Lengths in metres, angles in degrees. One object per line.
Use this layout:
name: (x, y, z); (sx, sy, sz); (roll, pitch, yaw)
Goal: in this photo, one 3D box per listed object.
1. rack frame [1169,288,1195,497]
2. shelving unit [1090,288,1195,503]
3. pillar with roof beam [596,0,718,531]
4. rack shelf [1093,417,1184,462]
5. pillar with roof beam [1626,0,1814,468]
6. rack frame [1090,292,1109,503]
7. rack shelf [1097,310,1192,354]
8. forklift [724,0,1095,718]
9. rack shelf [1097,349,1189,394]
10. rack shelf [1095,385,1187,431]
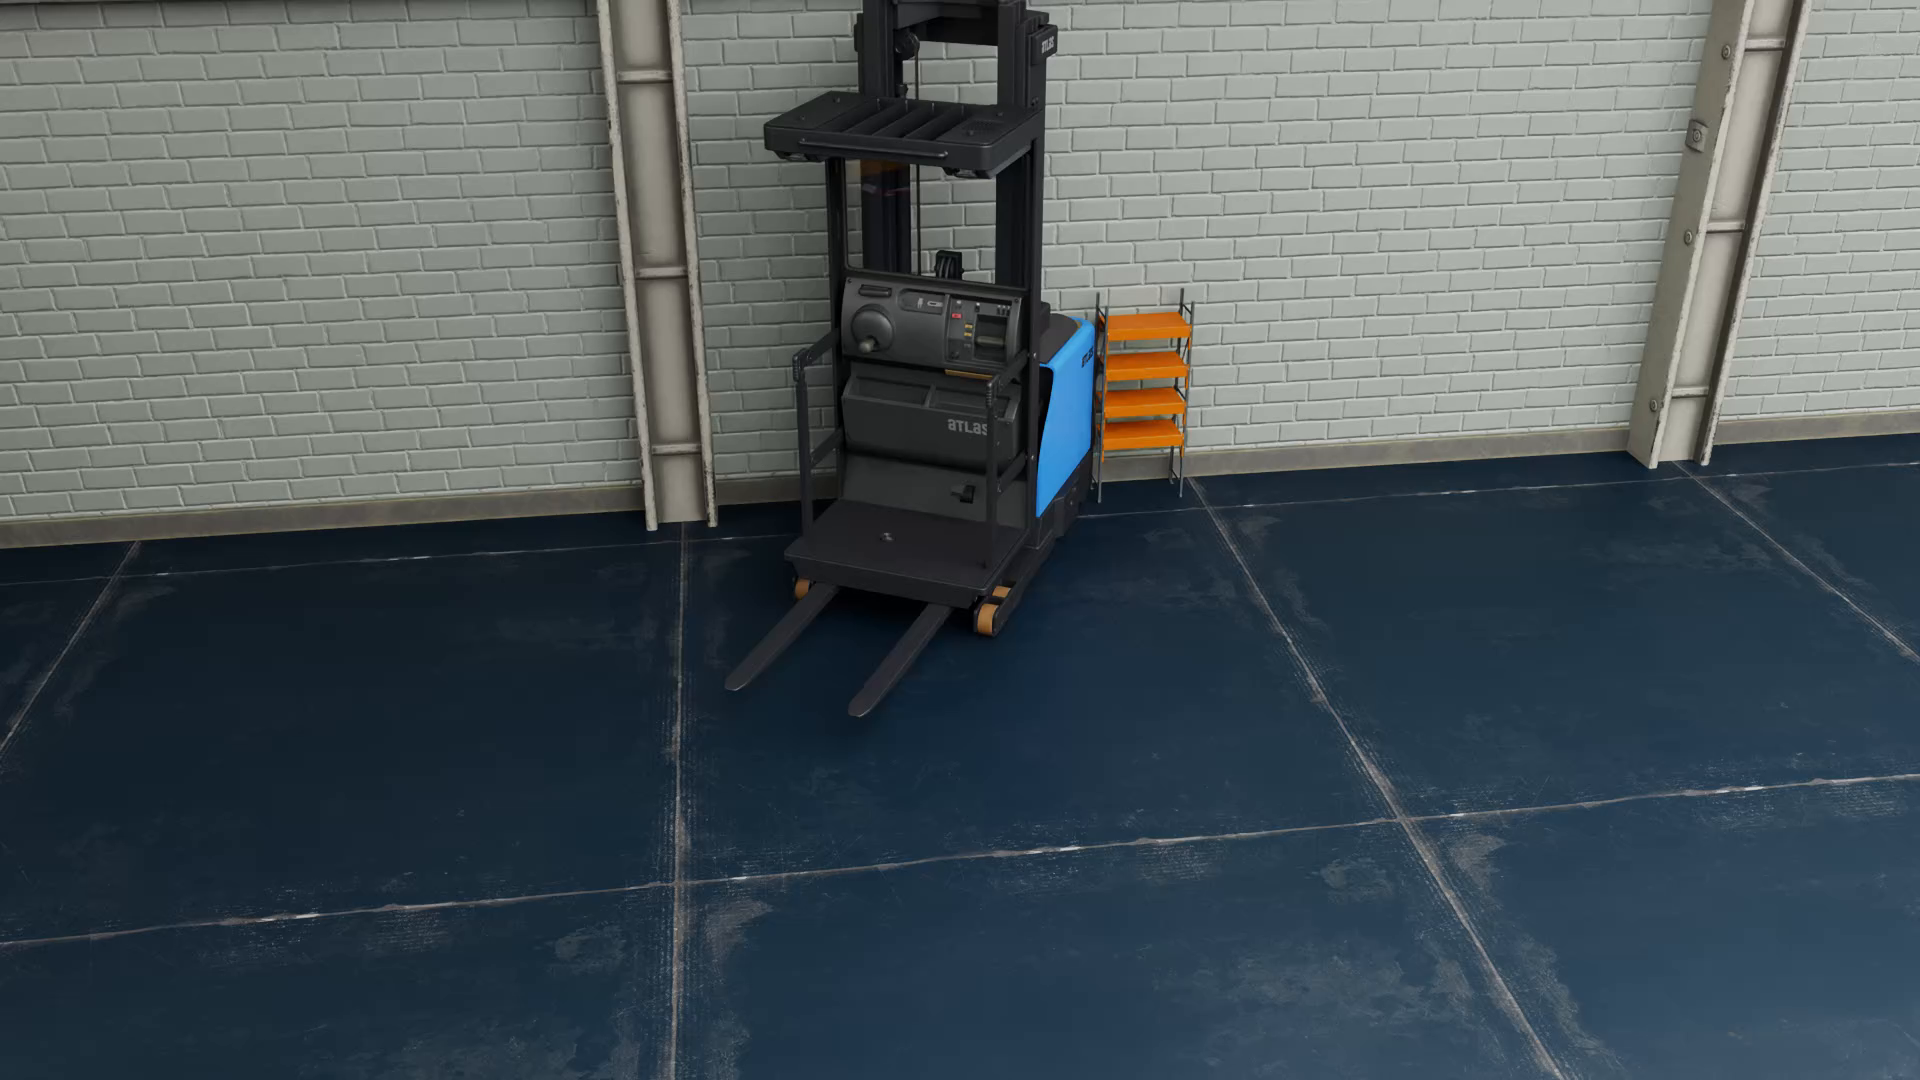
rack frame: (1.274, -0.838, 9.569); (0.015, 1.200, 0.240); (-4, 27, -8)
shelving unit: (1.033, -0.821, 9.535); (0.503, 1.200, 0.258); (-4, 27, -8)
pillar with roof beam: (-0.987, -2.193, 3.666); (0.400, 9.000, 9.100); (-4, 27, -7)
rack shelf: (1.033, -0.584, 9.657); (0.480, 0.148, 0.258); (-4, 27, -8)
pillar with roof beam: (4.955, -2.574, 4.410); (0.400, 9.000, 9.100); (-4, 27, -7)
rack frame: (0.792, -0.803, 9.502); (0.015, 1.200, 0.240); (-4, 27, -8)
rack shelf: (1.033, -1.170, 9.356); (0.480, 0.148, 0.258); (-4, 27, -8)
forklift: (-0.220, -1.035, 8.056); (1.130, 2.935, 3.031); (10, 29, 18)
rack shelf: (1.033, -0.960, 9.464); (0.480, 0.148, 0.258); (-4, 27, -8)
rack shelf: (1.033, -0.761, 9.566); (0.480, 0.148, 0.258); (-4, 27, -8)
